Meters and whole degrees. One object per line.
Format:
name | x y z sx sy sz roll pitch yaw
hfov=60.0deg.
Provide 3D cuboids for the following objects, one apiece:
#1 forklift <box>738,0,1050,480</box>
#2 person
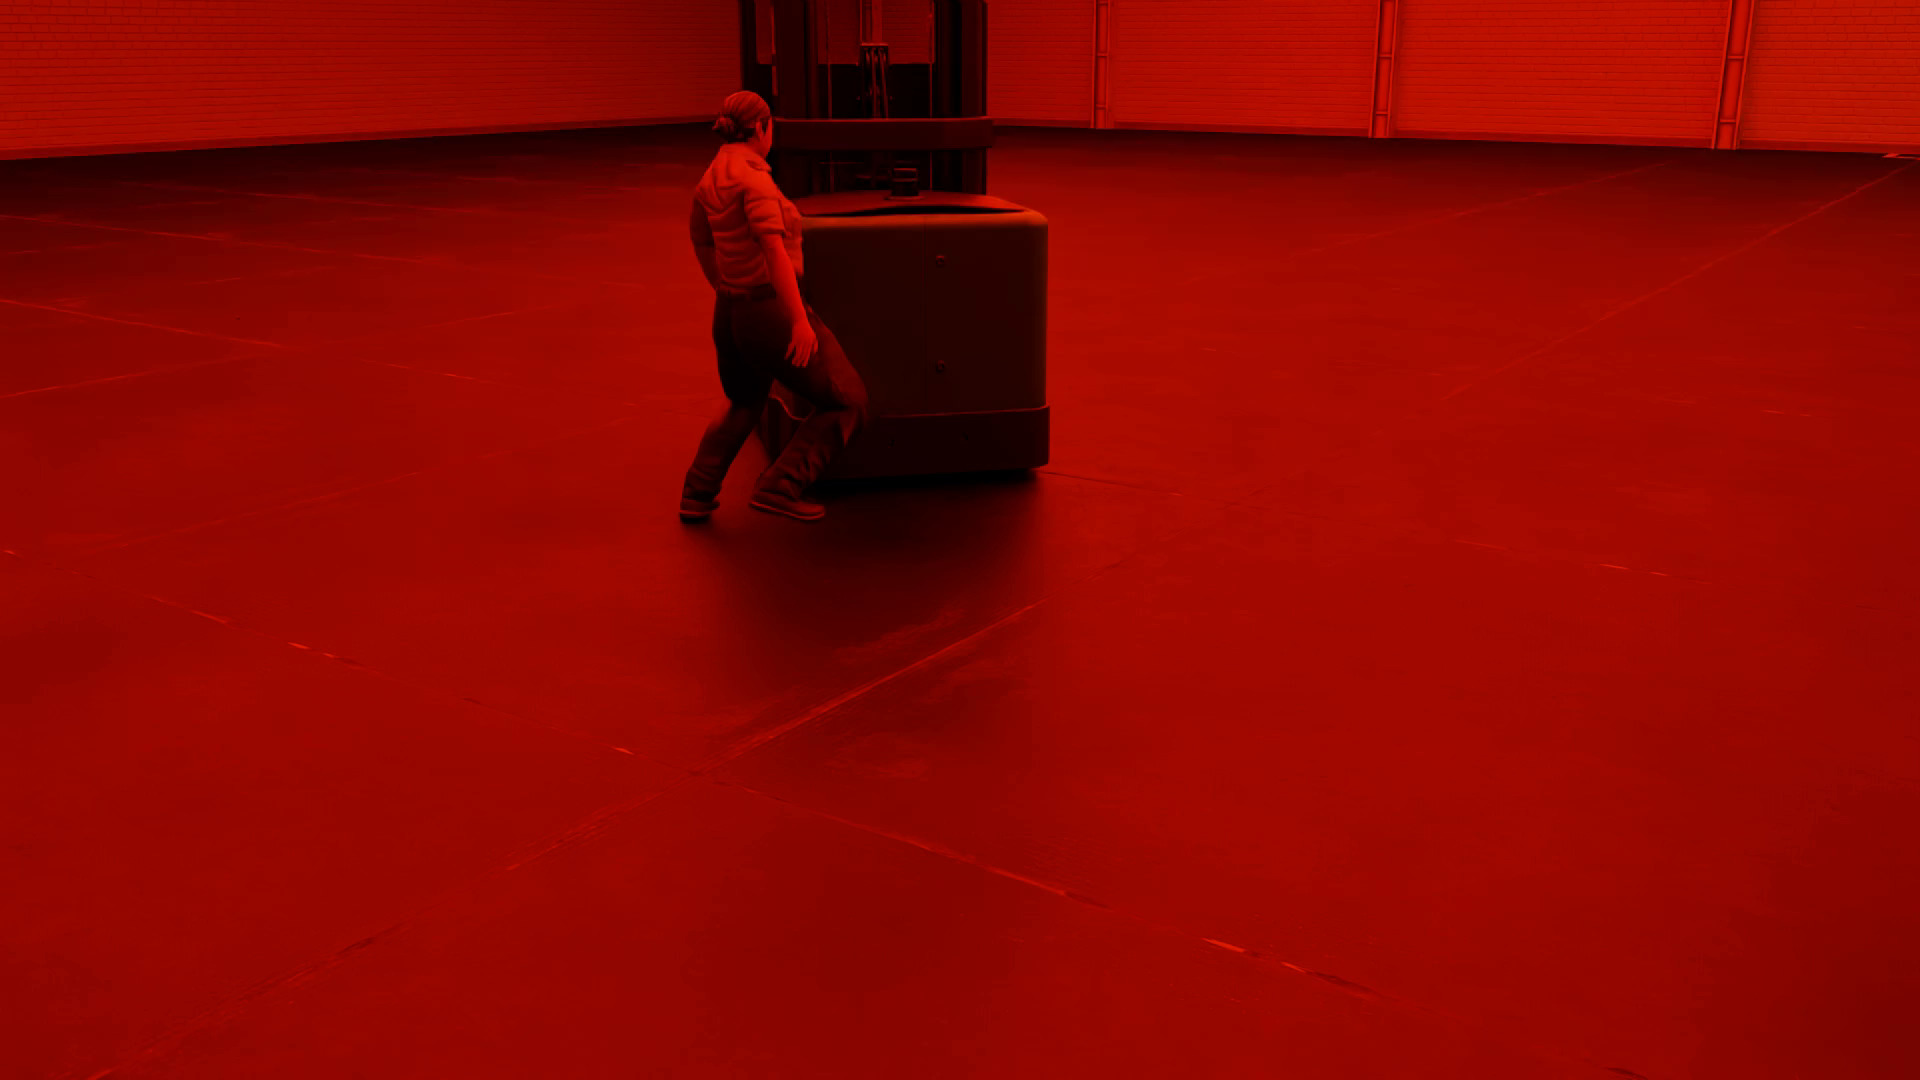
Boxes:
forklift | -0.476 -2.017 7.577 1.130 2.935 3.031 -4 17 -13
person | -0.698 -0.786 5.933 0.541 1.548 0.850 -10 19 -30
